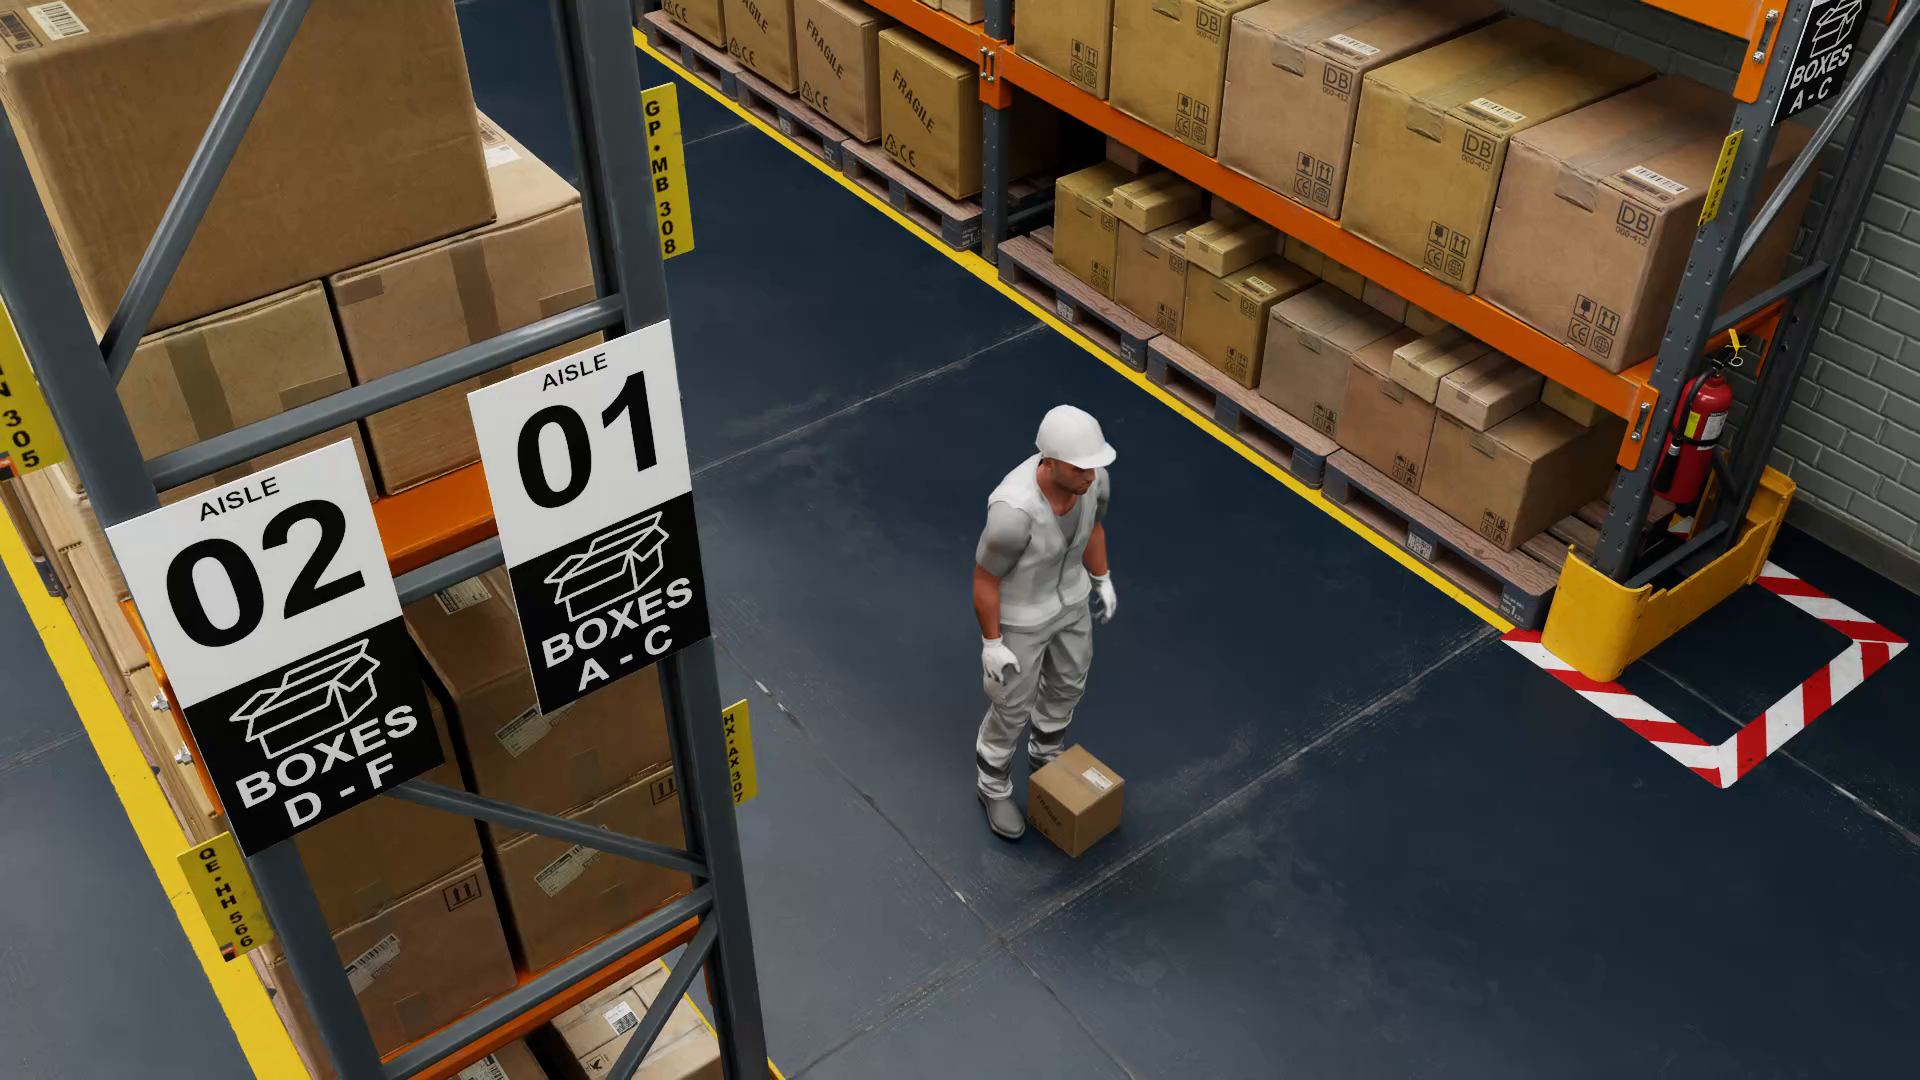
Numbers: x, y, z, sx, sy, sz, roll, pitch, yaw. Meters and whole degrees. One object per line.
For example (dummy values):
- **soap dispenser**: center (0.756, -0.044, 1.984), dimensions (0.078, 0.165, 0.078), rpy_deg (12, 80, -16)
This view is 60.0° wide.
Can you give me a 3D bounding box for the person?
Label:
- **person**: center (0.302, 0.260, 5.833), dimensions (0.622, 1.781, 0.445), rpy_deg (-28, 48, -30)
